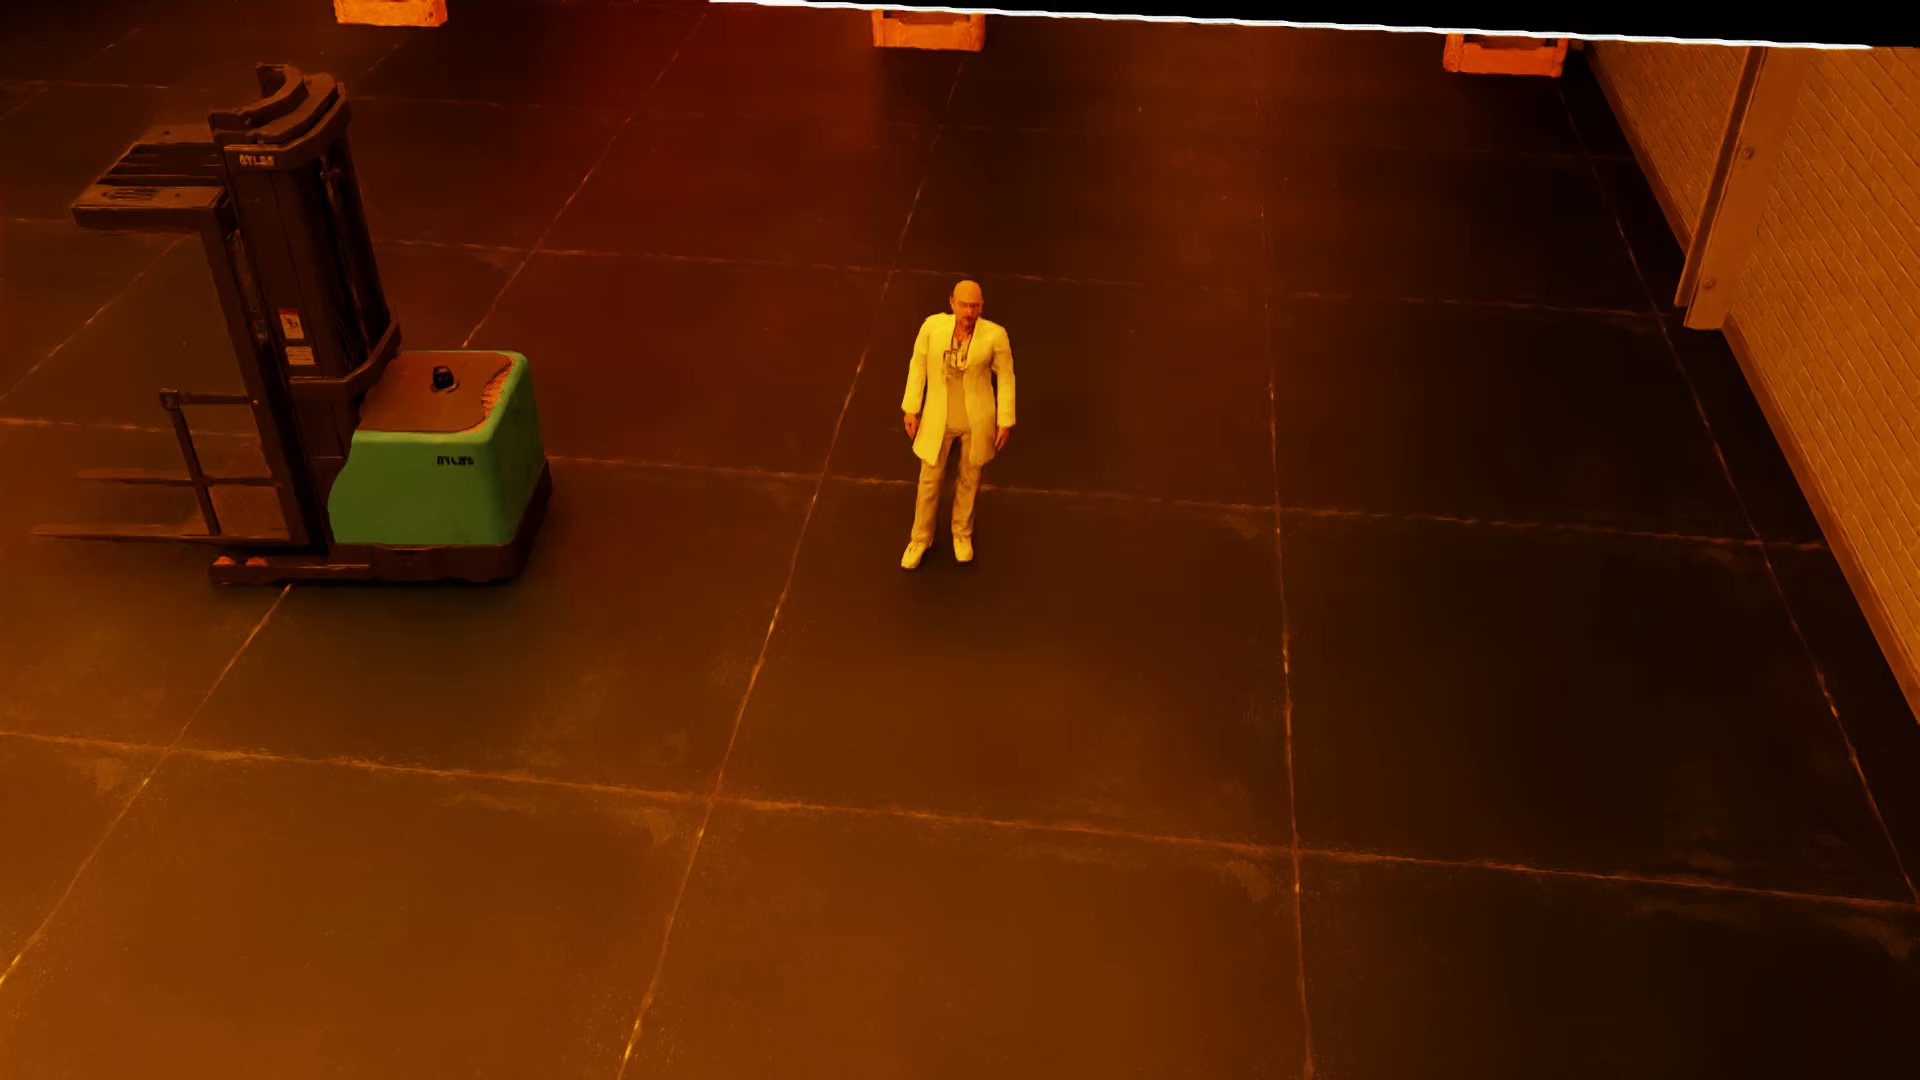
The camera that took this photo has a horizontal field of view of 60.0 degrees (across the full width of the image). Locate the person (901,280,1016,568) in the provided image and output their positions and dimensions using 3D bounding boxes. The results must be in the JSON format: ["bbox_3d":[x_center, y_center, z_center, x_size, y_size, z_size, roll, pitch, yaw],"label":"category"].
[{"bbox_3d":[-0.016,-0.668,9.896,0.694,1.776,0.579,4,37,6],"label":"person"}]

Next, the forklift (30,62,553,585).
[{"bbox_3d":[-4.177,-1.222,9.688,3.031,2.935,1.130,1,36,1],"label":"forklift"}]
